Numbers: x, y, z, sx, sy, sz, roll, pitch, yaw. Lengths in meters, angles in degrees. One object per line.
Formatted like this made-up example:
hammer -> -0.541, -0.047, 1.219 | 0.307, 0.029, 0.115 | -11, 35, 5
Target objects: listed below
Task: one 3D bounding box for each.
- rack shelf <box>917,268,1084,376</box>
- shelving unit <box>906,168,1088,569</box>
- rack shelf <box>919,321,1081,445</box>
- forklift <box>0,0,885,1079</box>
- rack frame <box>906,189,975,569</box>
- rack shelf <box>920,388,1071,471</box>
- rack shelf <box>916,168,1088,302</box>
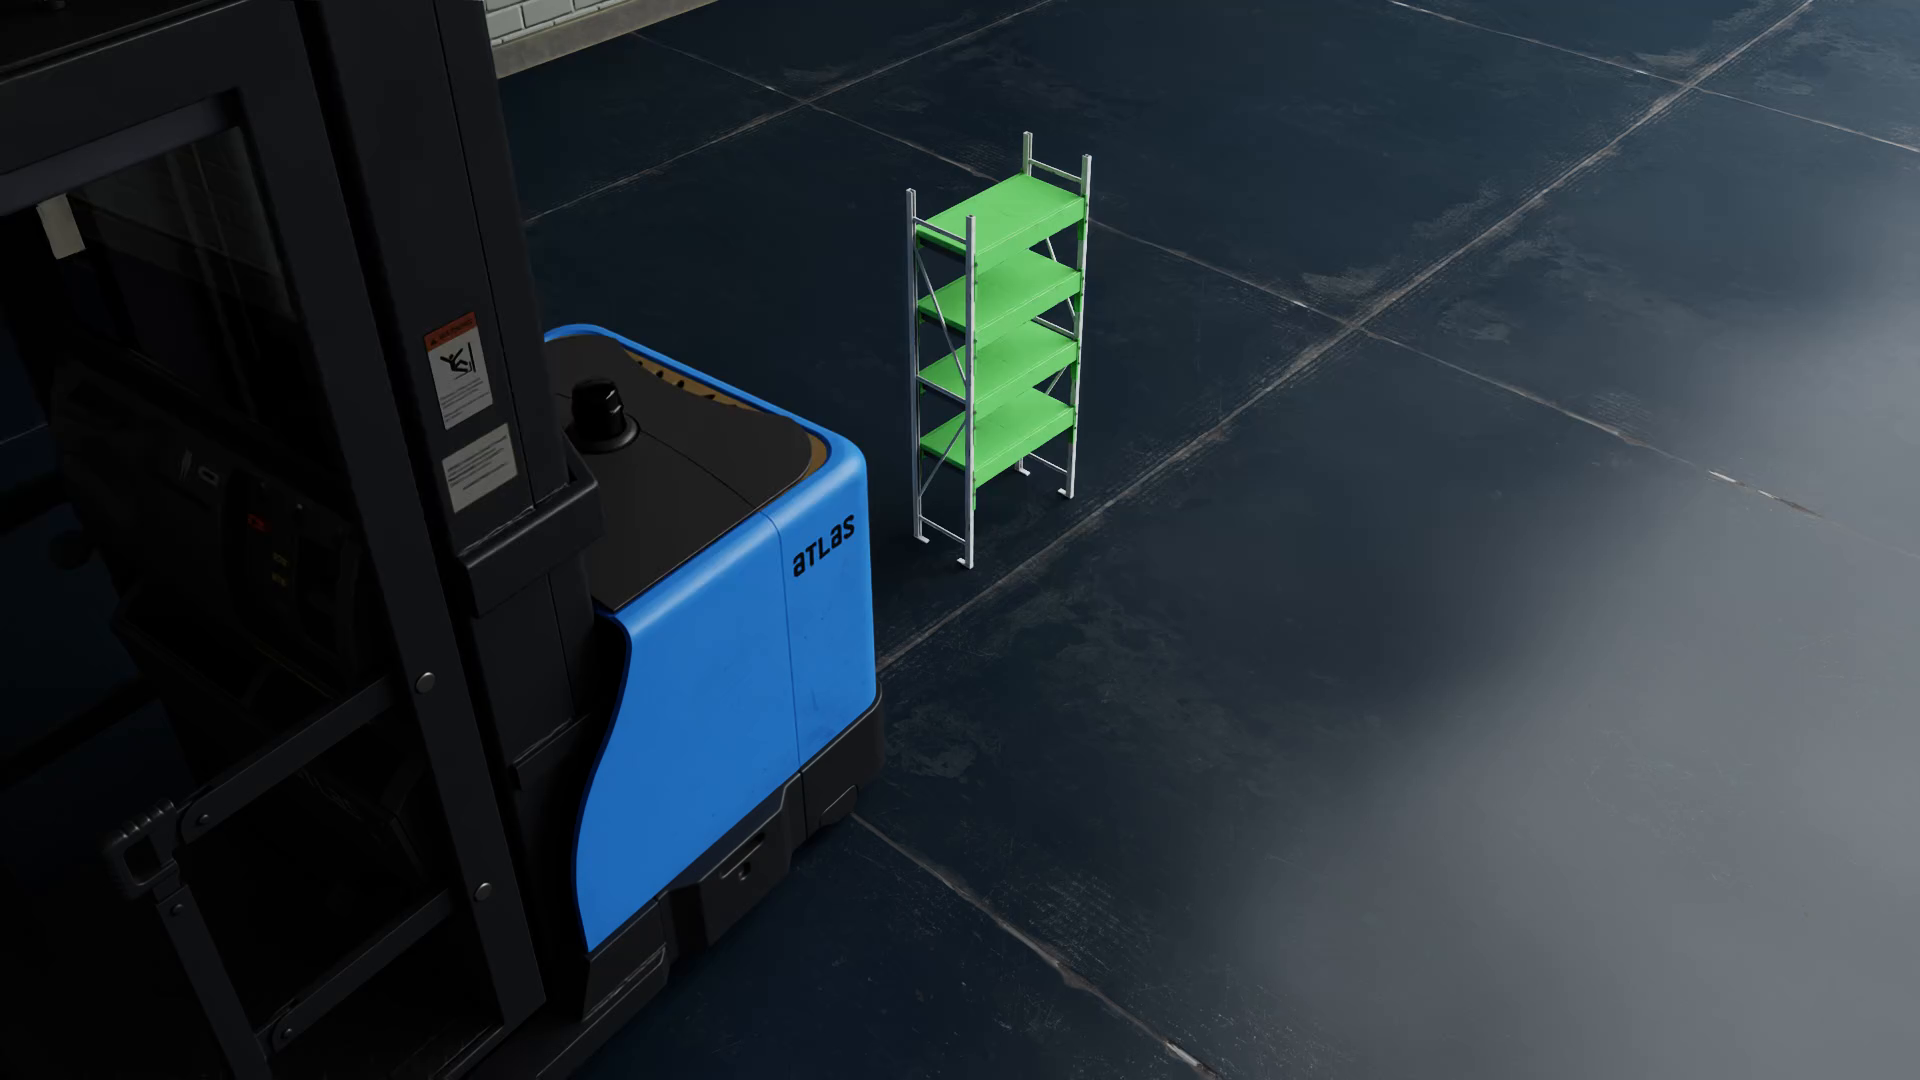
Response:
rack shelf -> 0.112, -0.684, 4.863 | 0.258, 0.148, 0.480 | 30, 47, 32
shelving unit -> 0.108, -0.543, 4.969 | 0.258, 1.200, 0.492 | 30, 47, 32
rack shelf -> 0.112, -0.496, 5.012 | 0.258, 0.148, 0.480 | 30, 47, 32
forklift -> -1.489, 0.029, 2.859 | 1.130, 2.935, 3.031 | 25, 45, 28
rack frame -> -0.053, -0.434, 4.831 | 0.240, 1.200, 0.015 | 30, 47, 32
rack shelf -> 0.112, -0.350, 5.128 | 0.221, 0.021, 0.457 | 30, 47, 32
rack shelf -> 0.112, -0.871, 4.713 | 0.258, 0.148, 0.480 | 30, 47, 32
